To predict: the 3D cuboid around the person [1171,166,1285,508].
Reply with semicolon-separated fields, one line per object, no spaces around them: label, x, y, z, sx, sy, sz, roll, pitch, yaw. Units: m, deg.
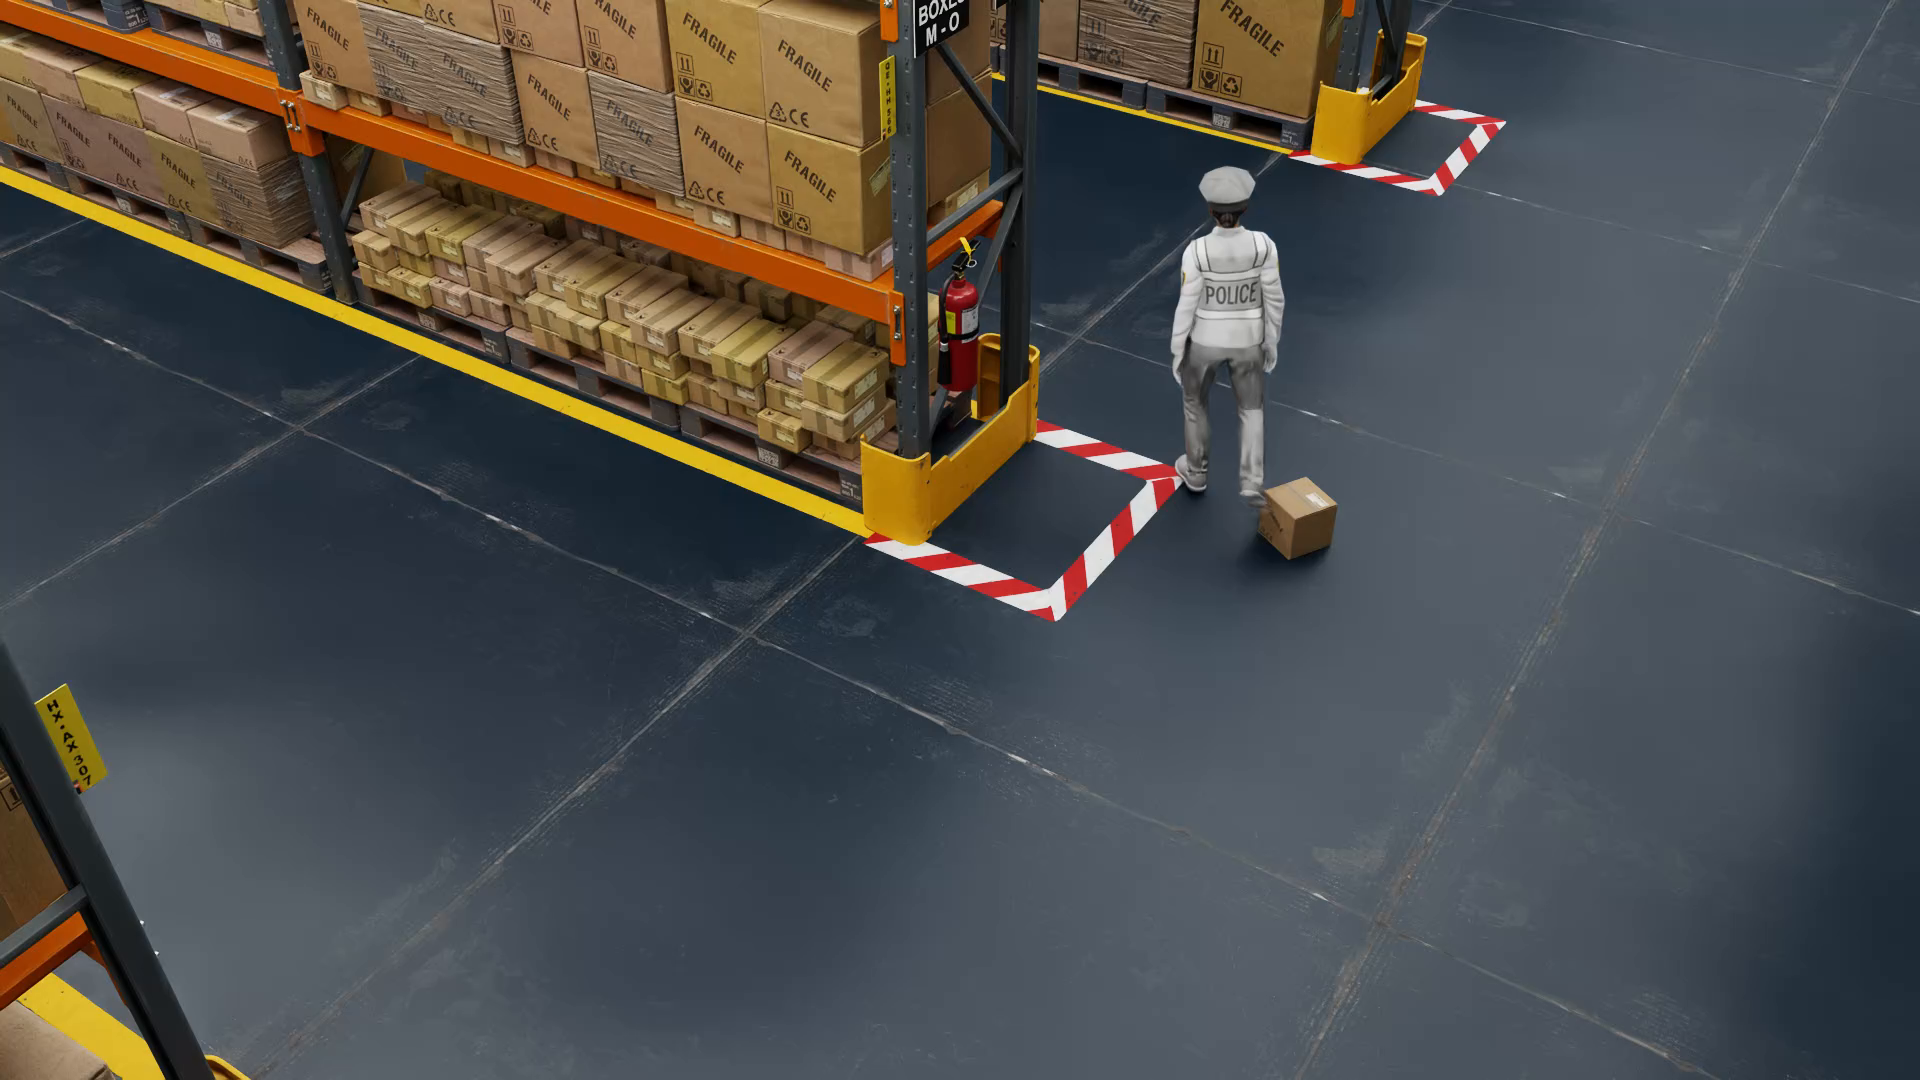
person;1.250;-0.842;7.718;0.518;1.647;0.671;-2;39;-3
